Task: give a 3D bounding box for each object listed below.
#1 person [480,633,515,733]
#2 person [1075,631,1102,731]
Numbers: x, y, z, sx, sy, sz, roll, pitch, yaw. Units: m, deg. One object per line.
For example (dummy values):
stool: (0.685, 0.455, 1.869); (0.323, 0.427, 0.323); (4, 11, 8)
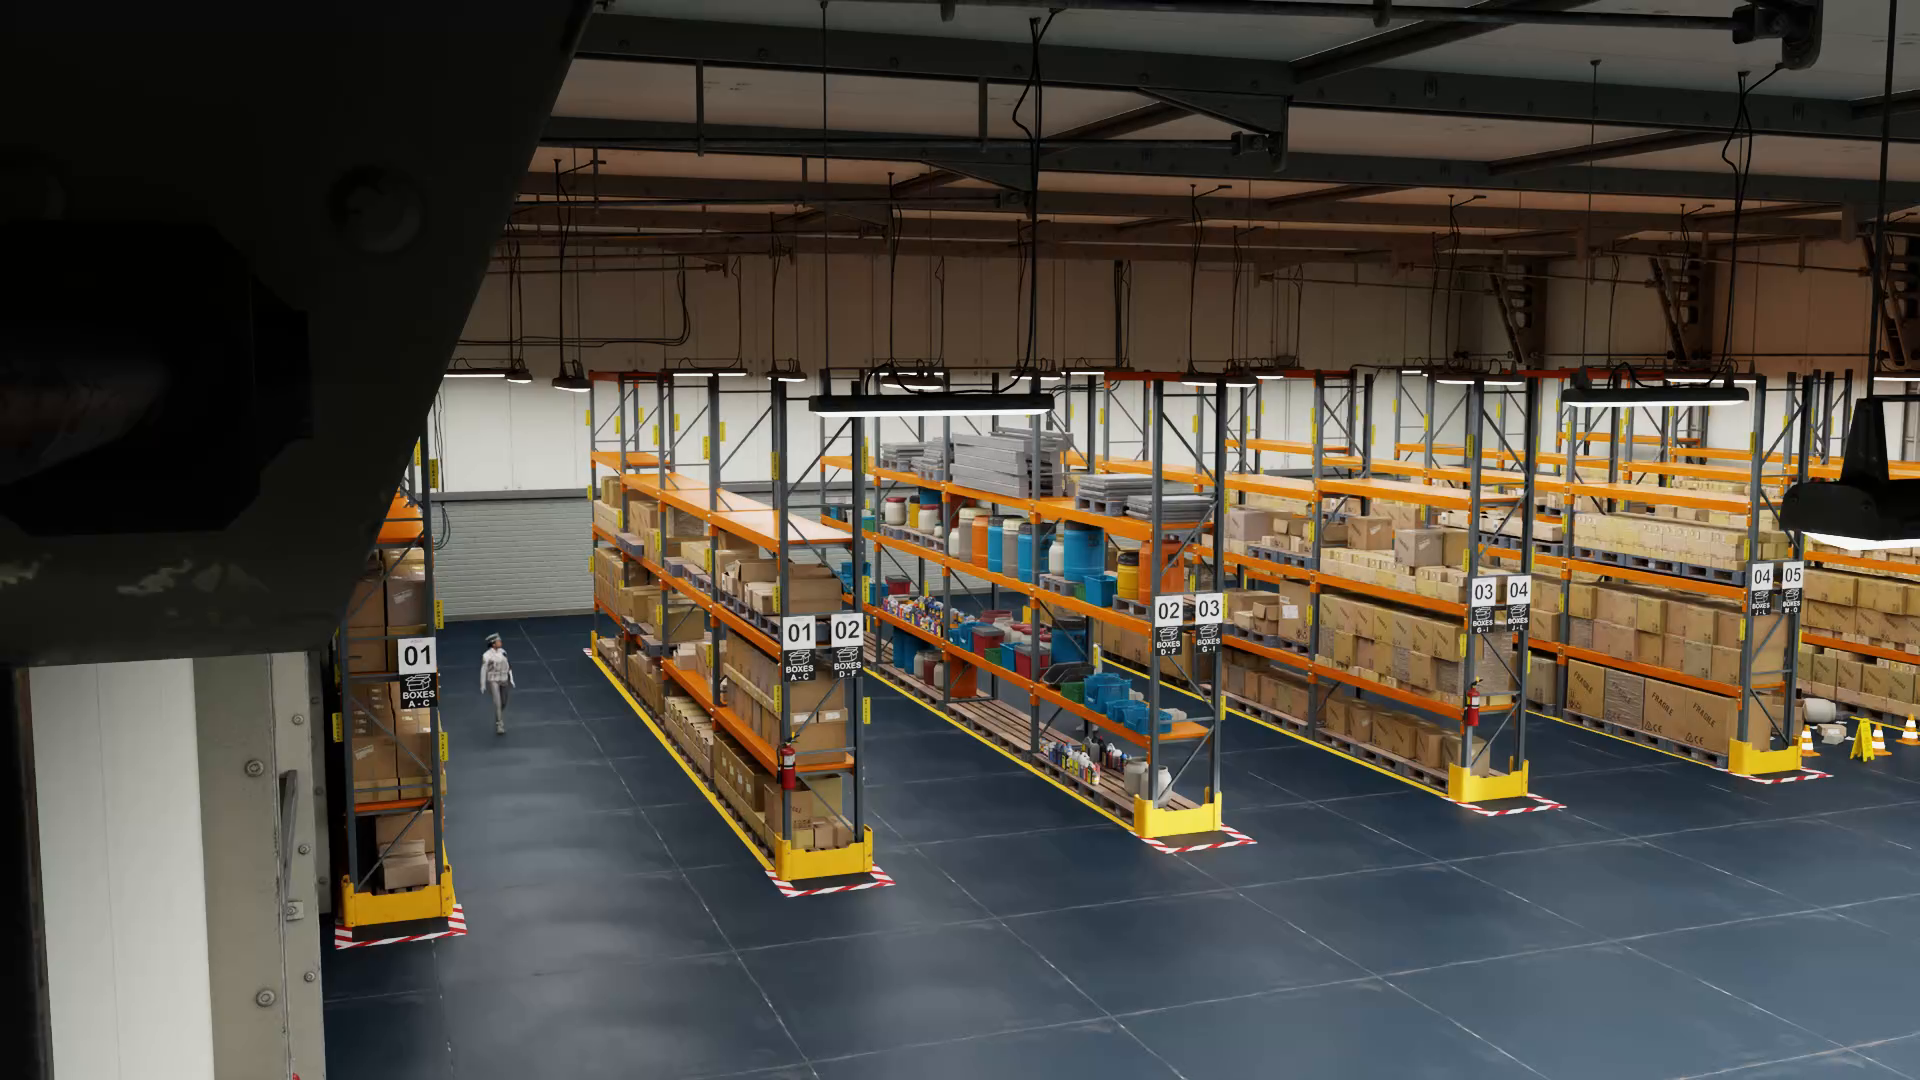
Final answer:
person: (-7.813, 2.377, 28.065); (0.579, 1.645, 0.901); (-4, 7, -31)
person: (2.156, 2.342, 27.936); (0.393, 1.813, 0.622); (-6, 9, -41)
